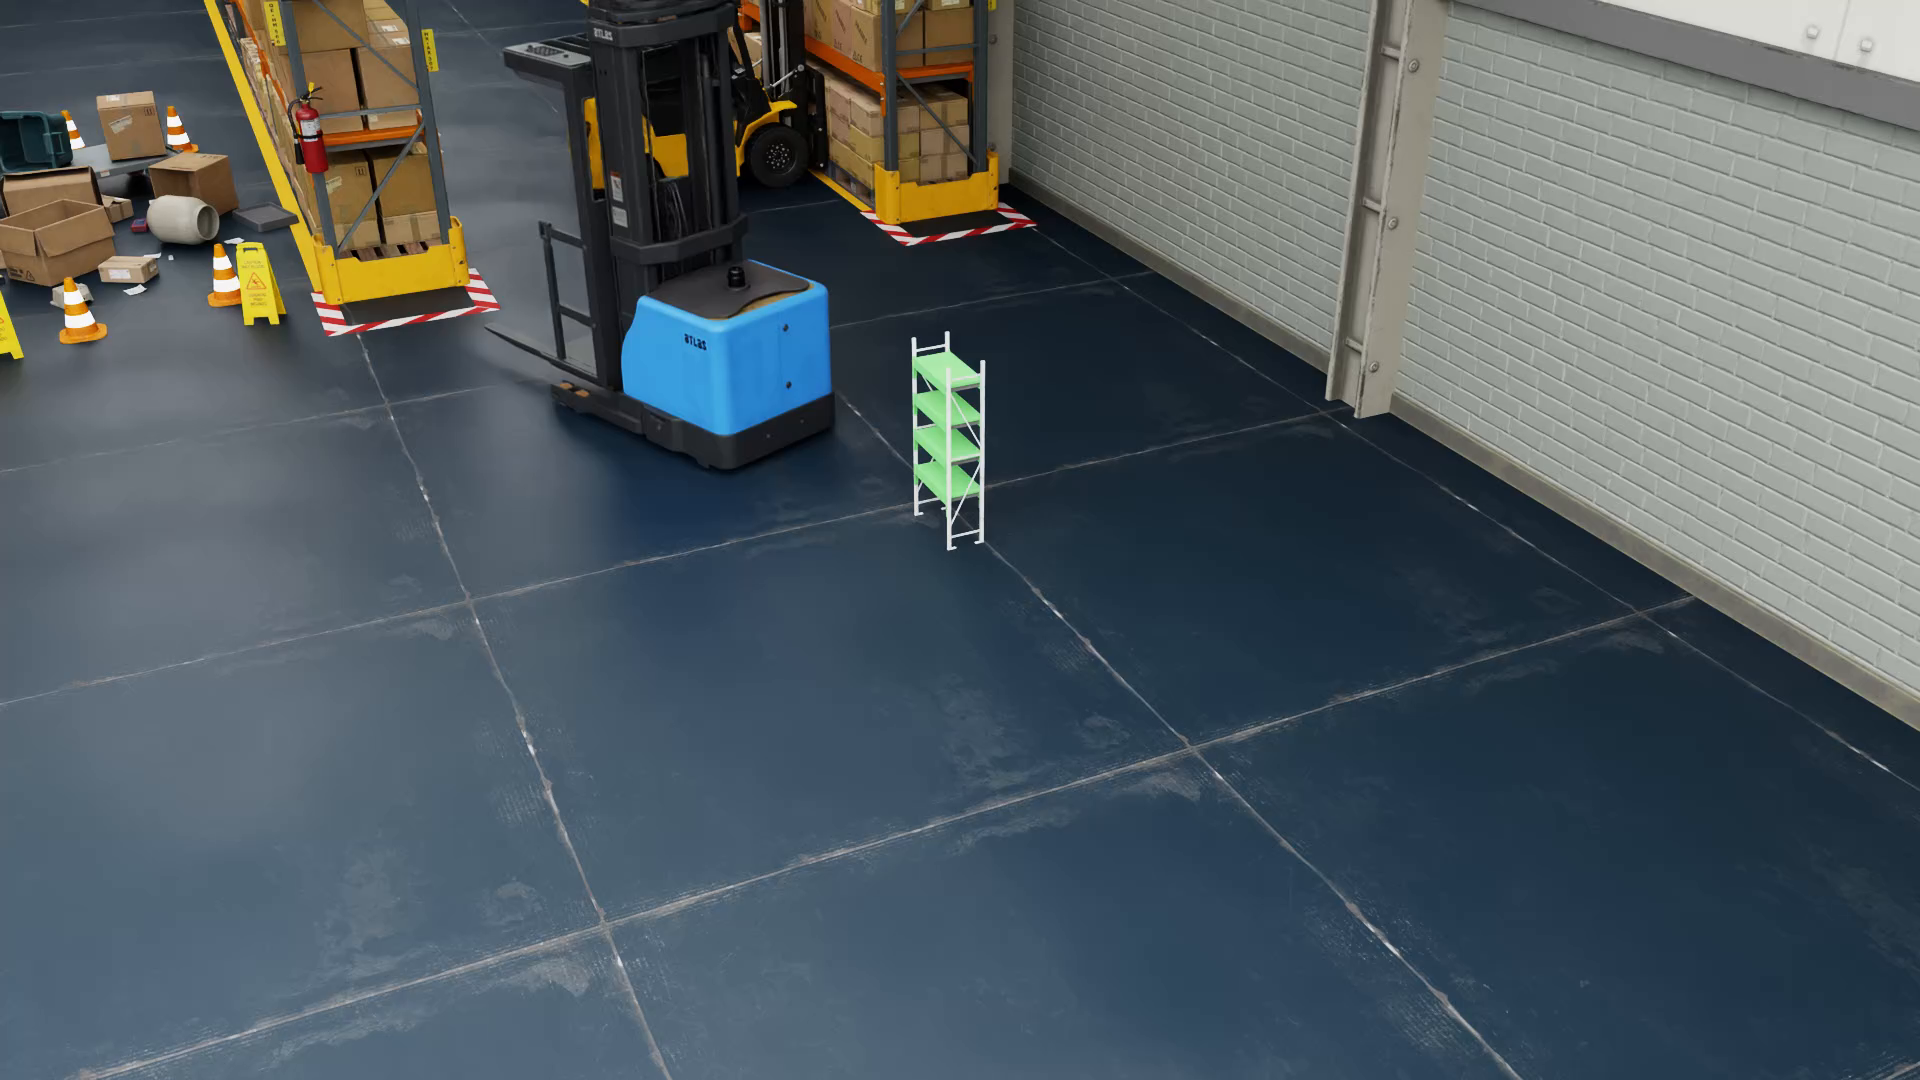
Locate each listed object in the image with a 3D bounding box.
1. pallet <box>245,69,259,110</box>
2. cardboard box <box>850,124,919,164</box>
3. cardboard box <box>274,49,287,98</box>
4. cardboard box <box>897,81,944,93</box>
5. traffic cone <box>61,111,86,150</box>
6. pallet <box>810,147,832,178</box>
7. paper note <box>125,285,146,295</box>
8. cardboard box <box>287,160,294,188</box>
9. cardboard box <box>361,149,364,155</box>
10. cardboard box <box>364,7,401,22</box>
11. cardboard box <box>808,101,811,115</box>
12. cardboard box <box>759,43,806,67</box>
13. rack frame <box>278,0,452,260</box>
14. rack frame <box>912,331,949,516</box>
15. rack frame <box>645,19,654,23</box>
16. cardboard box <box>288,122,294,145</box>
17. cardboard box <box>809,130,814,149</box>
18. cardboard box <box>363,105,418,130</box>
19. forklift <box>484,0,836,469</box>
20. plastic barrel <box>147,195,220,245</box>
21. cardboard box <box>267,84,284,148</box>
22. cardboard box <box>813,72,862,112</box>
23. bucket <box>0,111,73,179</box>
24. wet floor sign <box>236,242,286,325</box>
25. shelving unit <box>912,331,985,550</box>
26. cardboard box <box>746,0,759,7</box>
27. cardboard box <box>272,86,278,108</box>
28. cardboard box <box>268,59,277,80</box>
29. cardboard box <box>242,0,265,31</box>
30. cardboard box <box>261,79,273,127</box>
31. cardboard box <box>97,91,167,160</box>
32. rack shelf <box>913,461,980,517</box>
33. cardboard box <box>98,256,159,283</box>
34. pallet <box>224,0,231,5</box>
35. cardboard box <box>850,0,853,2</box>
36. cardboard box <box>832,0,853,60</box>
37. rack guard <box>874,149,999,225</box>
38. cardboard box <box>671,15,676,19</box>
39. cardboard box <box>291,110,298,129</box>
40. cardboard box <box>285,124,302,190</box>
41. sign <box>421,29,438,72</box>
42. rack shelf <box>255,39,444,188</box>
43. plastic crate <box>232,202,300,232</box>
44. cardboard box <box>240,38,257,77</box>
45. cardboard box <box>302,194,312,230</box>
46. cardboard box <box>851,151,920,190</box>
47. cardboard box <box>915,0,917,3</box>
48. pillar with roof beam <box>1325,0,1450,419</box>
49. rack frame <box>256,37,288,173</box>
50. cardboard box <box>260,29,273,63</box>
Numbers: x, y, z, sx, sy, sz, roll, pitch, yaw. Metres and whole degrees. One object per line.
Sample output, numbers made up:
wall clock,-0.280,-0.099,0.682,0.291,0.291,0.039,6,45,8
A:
pallet,-7.806,-5.366,19.577,1.003,0.211,1.213,-13,32,-22
cardboard box,-0.715,-3.789,15.784,0.500,0.250,0.500,-14,32,-23
cardboard box,-5.398,-3.971,13.832,0.500,0.500,0.500,-13,32,-22
cardboard box,-0.477,-4.330,16.237,0.500,0.250,0.500,-13,32,-22
traffic cone,-9.247,-4.226,17.287,0.336,0.463,0.334,-13,32,-22
pallet,-1.110,-4.089,17.299,1.003,0.211,1.213,-13,32,-22
paper note,-6.909,-2.099,13.934,0.142,0.019,0.148,26,38,38
cardboard box,-6.174,-3.594,15.947,0.500,0.250,0.500,-11,31,-19
cardboard box,-5.041,-3.360,14.763,0.500,0.500,0.500,-14,32,-24
cardboard box,-5.103,-4.288,14.396,0.500,0.500,0.500,-14,32,-23
cardboard box,-1.373,-4.458,16.978,0.500,0.250,0.500,-13,32,-22
cardboard box,-1.806,-5.117,17.641,0.500,0.250,0.500,-13,32,-22
rack frame,-4.705,-3.394,13.209,1.000,3.000,0.127,-13,32,-22
rack frame,-0.176,-0.704,10.252,0.240,1.200,0.015,-13,32,-22
rack frame,-3.658,-7.972,21.372,1.000,3.000,0.127,-13,32,-22
cardboard box,-5.608,-3.547,14.433,0.380,0.149,0.250,-13,32,-21
cardboard box,-1.366,-4.232,17.085,0.500,0.250,0.500,-12,31,-20
cardboard box,-4.664,-3.478,13.615,0.380,0.149,0.250,-13,32,-22
forklift,-2.293,-2.345,11.408,3.031,2.935,1.130,24,37,36
plastic barrel,-6.959,-2.865,14.899,0.512,0.421,0.421,7,30,13
cardboard box,-6.413,-4.155,16.180,0.500,0.500,0.500,-12,31,-20
cardboard box,-1.153,-4.441,16.435,0.500,0.250,0.500,-13,32,-21
bucket,-8.709,-3.736,15.612,0.726,0.611,0.620,-3,19,-5
wet floor sign,-5.590,-2.058,13.234,0.267,0.644,0.232,-3,29,-5
shelving unit,-0.071,-0.596,10.060,0.258,1.200,0.503,-13,32,-22
cardboard box,-1.986,-5.998,17.749,0.500,0.500,0.500,-14,32,-23
cardboard box,-6.191,-4.143,15.496,0.380,0.149,0.250,-12,31,-20
cardboard box,-6.036,-4.278,15.042,0.380,0.149,0.250,-13,32,-22
cardboard box,-5.644,-4.612,13.952,0.700,0.500,0.500,-13,32,-23
cardboard box,-6.962,-4.746,17.877,0.950,0.372,0.625,-11,31,-19
cardboard box,-8.017,-4.014,16.096,0.500,0.500,0.500,-13,32,-22
rack shelf,-0.071,-0.331,10.208,0.258,0.148,0.480,-13,32,-22
cardboard box,-7.092,-2.305,14.181,0.380,0.149,0.250,2,29,4
pallet,-10.113,-7.831,23.972,1.003,0.211,1.213,-13,32,-22
cardboard box,-0.818,-5.093,15.473,0.380,0.149,0.250,-12,32,-21
cardboard box,-0.887,-4.875,15.747,0.500,0.500,0.500,-12,31,-20
rack guard,-0.214,-3.337,15.663,1.175,0.500,0.348,-13,32,-22
cardboard box,-3.115,-6.554,20.842,0.875,0.625,0.625,-12,31,-20
cardboard box,-5.268,-3.493,13.643,0.380,0.149,0.250,-13,32,-23
cardboard box,-5.722,-3.458,14.939,0.500,0.500,0.500,-14,32,-23
sign,-4.215,-3.886,13.200,0.100,0.325,0.005,-13,32,-22
rack shelf,-5.564,-3.964,14.960,1.077,0.370,4.000,-13,32,-22
plastic crate,-6.489,-3.022,15.530,0.583,0.080,0.402,26,38,38
cardboard box,-7.906,-5.713,19.602,0.950,0.372,0.625,-15,33,-25
cardboard box,-5.511,-2.909,14.726,0.500,0.250,0.500,-13,32,-22
cardboard box,-0.711,-3.563,15.892,0.500,0.250,0.500,-13,32,-22
cardboard box,-0.299,-5.064,15.422,0.380,0.149,0.250,-13,32,-22
pillar with roof beam,-1.021,-3.997,8.150,9.100,9.000,0.400,-13,32,-22
rack frame,-6.423,-5.161,16.360,1.000,3.000,0.127,-13,32,-22
cardboard box,-6.045,-4.640,15.024,0.500,0.500,0.500,-13,32,-22
